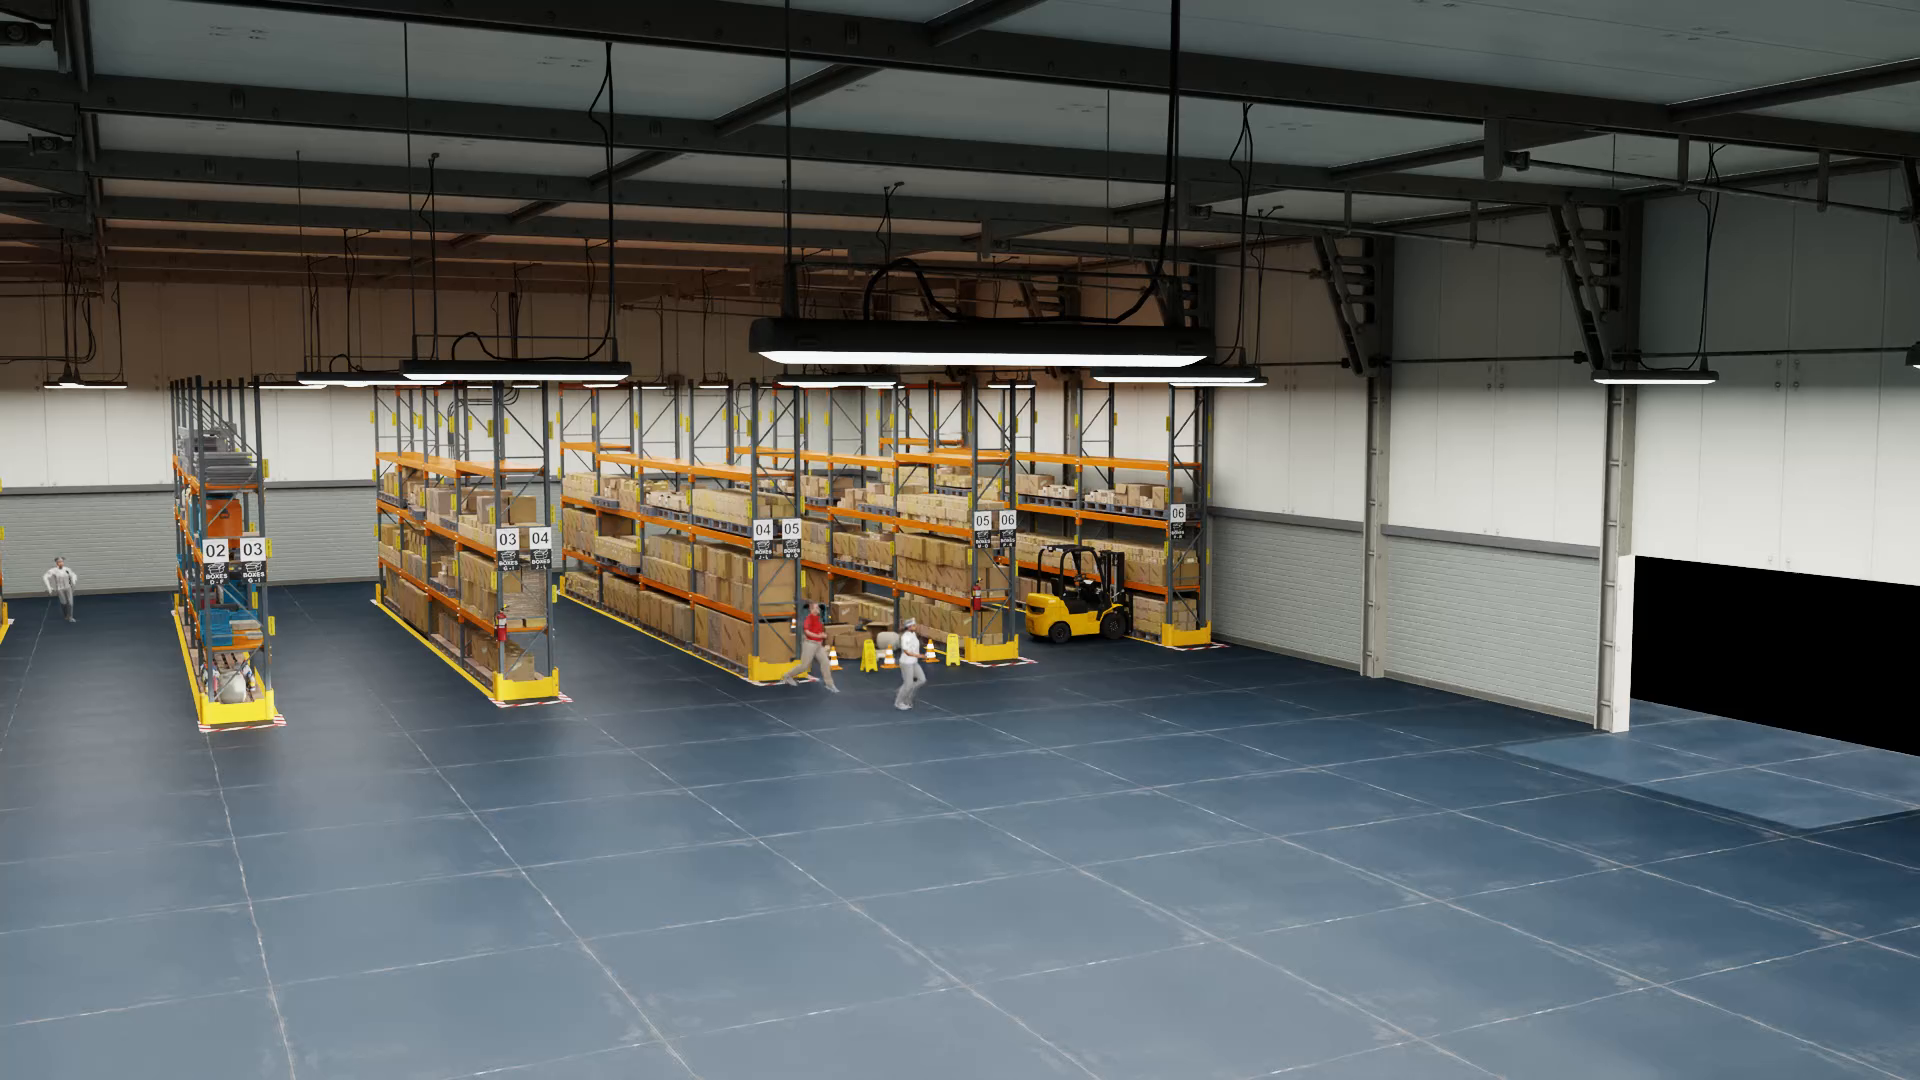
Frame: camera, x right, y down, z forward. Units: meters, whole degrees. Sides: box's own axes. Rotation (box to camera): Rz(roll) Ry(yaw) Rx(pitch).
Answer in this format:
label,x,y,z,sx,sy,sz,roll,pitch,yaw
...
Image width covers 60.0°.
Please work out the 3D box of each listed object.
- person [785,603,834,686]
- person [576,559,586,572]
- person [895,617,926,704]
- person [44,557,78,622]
label,x,y,z,sx,sy,sz,roll,pitch,yaw
person,-2.881,1.985,31.660,0.945,1.596,0.627,2,5,21
person,-11.226,0.464,49.136,0.563,1.537,0.717,3,6,32
person,-0.899,2.174,29.968,0.555,1.586,0.550,2,5,19
person,-22.283,1.230,41.287,0.754,1.651,0.530,-5,7,-43
